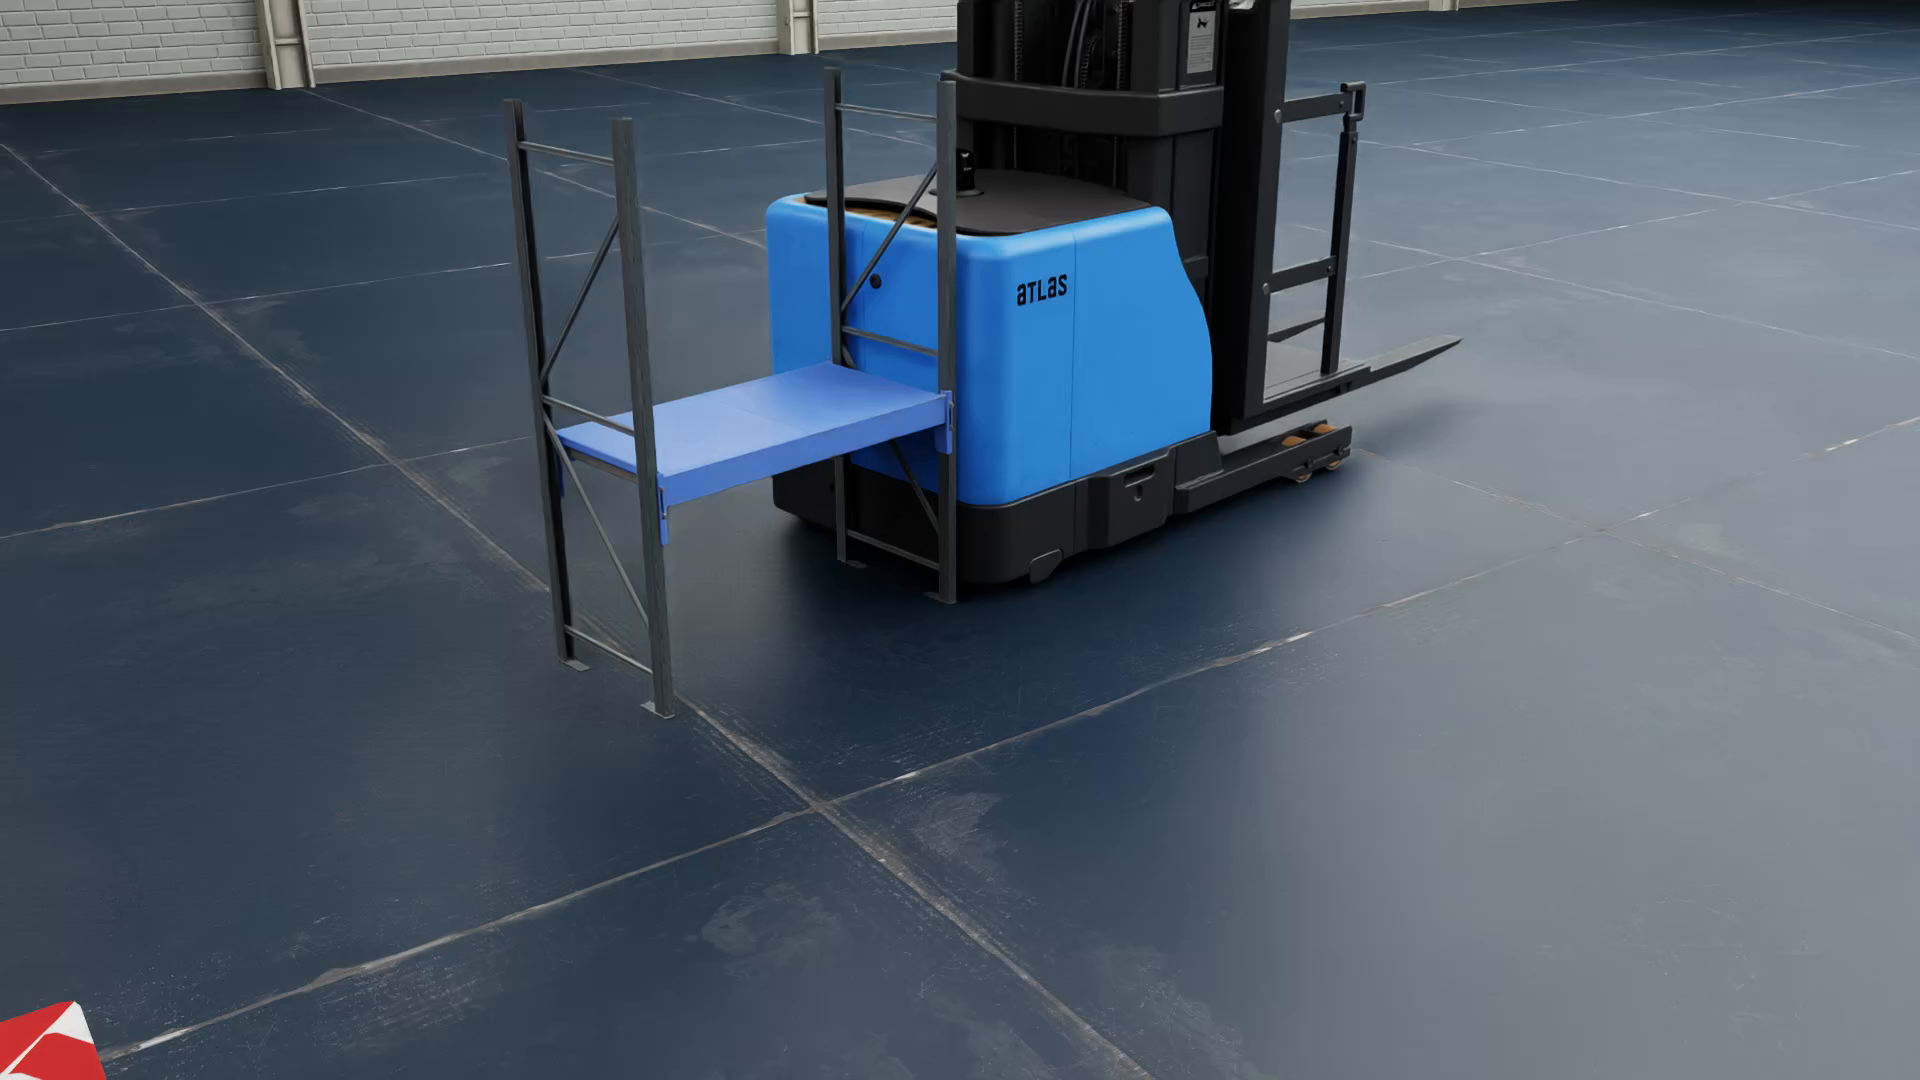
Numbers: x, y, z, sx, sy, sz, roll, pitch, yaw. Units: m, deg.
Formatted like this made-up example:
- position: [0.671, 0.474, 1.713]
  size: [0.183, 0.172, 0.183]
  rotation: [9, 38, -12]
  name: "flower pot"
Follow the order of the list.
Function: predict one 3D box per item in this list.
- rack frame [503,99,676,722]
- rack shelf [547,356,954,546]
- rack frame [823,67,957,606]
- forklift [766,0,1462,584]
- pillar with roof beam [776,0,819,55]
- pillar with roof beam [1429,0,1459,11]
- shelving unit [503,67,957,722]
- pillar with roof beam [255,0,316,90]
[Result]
- position: [-0.916, -0.303, 4.132]
  size: [0.500, 1.500, 0.032]
  rotation: [20, 29, 41]
  name: "rack frame"
- position: [-0.557, -0.269, 4.533]
  size: [0.538, 0.185, 1.000]
  rotation: [20, 29, 41]
  name: "rack shelf"
- position: [-0.198, -0.570, 4.801]
  size: [0.500, 1.500, 0.032]
  rotation: [20, 29, 41]
  name: "rack frame"
- position: [0.777, -1.683, 5.659]
  size: [1.130, 2.935, 3.031]
  rotation: [20, 29, 41]
  name: "forklift"
- position: [0.545, -8.821, 15.360]
  size: [0.400, 9.000, 9.100]
  rotation: [-15, 26, -33]
  name: "pillar with roof beam"
- position: [10.286, -11.418, 21.869]
  size: [0.400, 9.000, 9.100]
  rotation: [-15, 26, -33]
  name: "pillar with roof beam"
- position: [-0.557, -0.436, 4.466]
  size: [0.538, 1.500, 1.048]
  rotation: [20, 29, 41]
  name: "shelving unit"
- position: [-4.325, -7.522, 12.105]
  size: [0.400, 9.000, 9.100]
  rotation: [-15, 26, -33]
  name: "pillar with roof beam"
